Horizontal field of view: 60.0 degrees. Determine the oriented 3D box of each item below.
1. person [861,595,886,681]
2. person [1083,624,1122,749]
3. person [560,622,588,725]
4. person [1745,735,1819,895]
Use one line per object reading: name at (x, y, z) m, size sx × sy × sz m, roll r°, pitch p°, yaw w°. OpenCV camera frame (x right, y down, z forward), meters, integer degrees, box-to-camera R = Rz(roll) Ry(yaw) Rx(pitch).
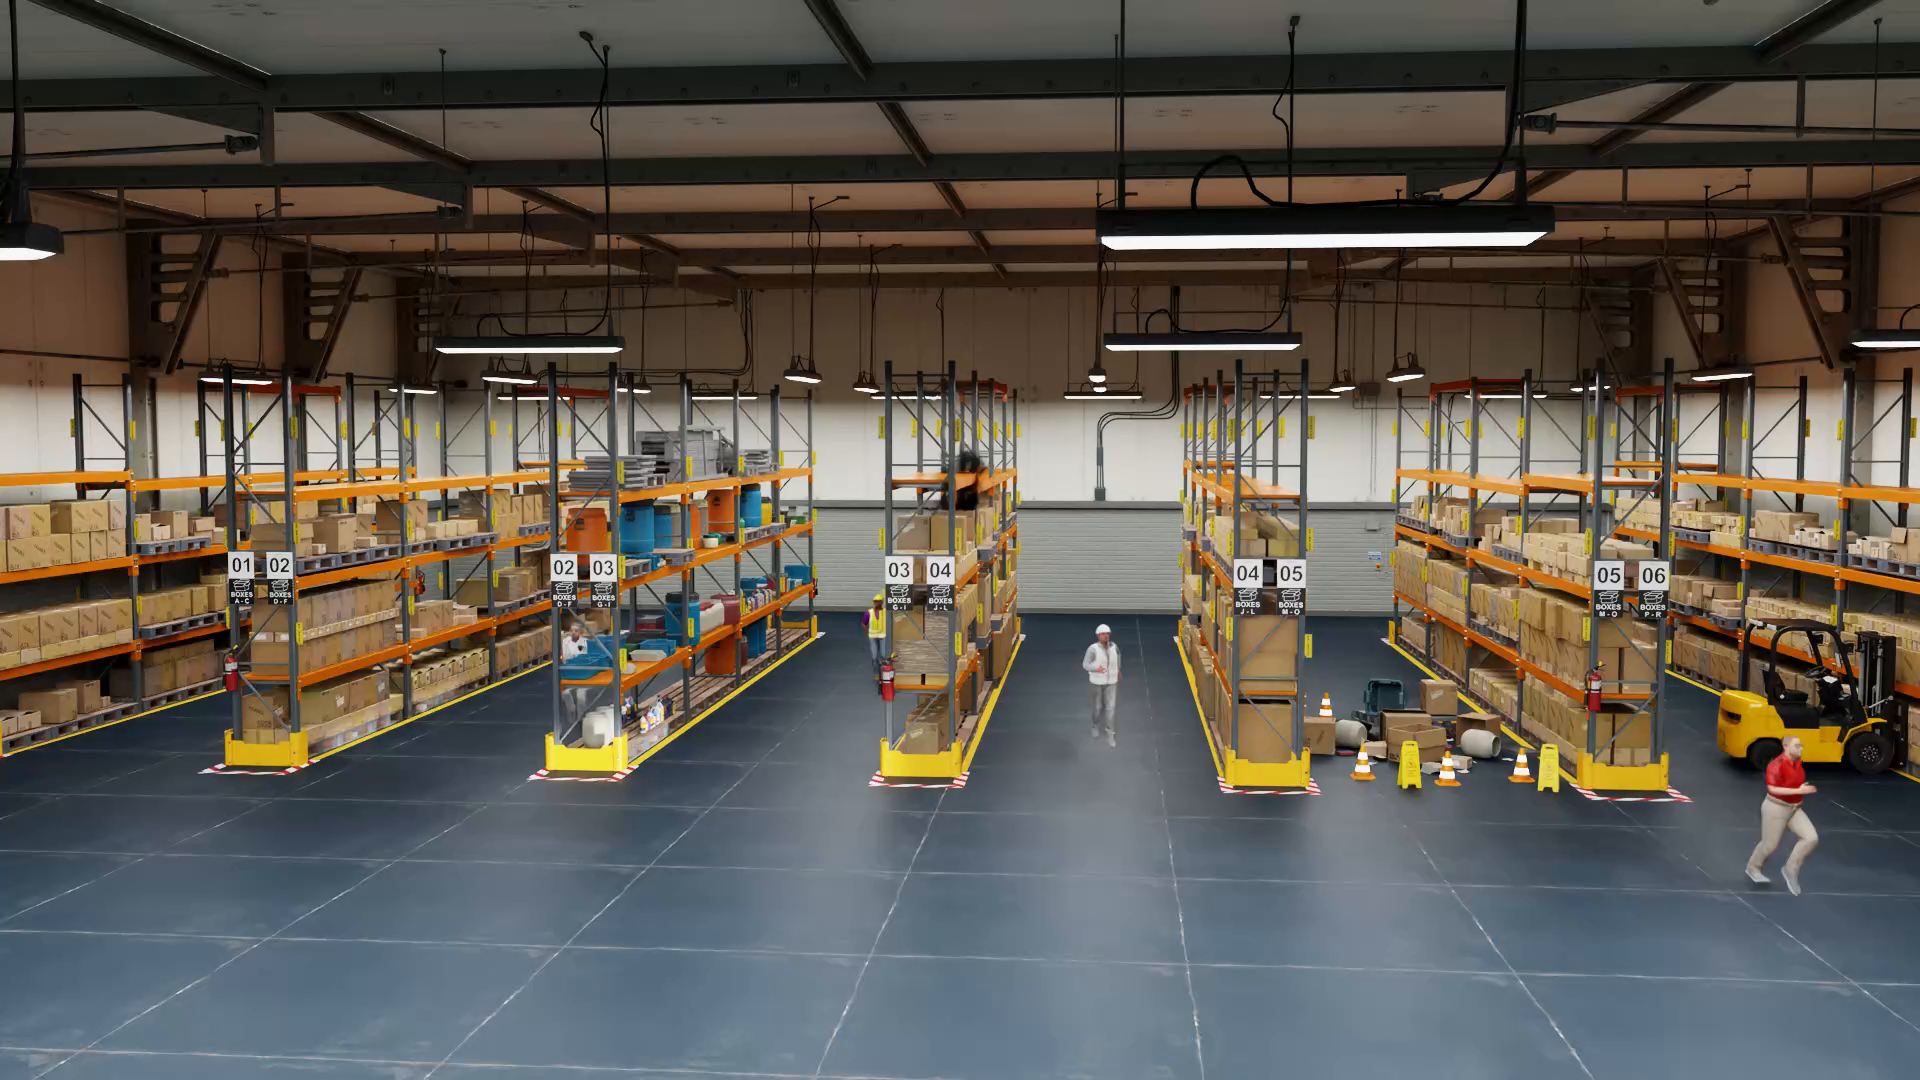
person at (-1.632, 1.956, 33.222) m, size 0.695 × 1.719 × 0.600 m, roll 0°, pitch 4°, yaw 3°
person at (2.179, 2.194, 25.274) m, size 0.690 × 1.837 × 0.865 m, roll -1°, pitch 4°, yaw -17°
person at (-6.536, 2.266, 28.321) m, size 0.639 × 1.772 × 0.784 m, roll 0°, pitch 4°, yaw 2°
person at (8.933, 2.968, 18.042) m, size 0.690 × 1.747 × 0.848 m, roll -2°, pitch 4°, yaw -28°
